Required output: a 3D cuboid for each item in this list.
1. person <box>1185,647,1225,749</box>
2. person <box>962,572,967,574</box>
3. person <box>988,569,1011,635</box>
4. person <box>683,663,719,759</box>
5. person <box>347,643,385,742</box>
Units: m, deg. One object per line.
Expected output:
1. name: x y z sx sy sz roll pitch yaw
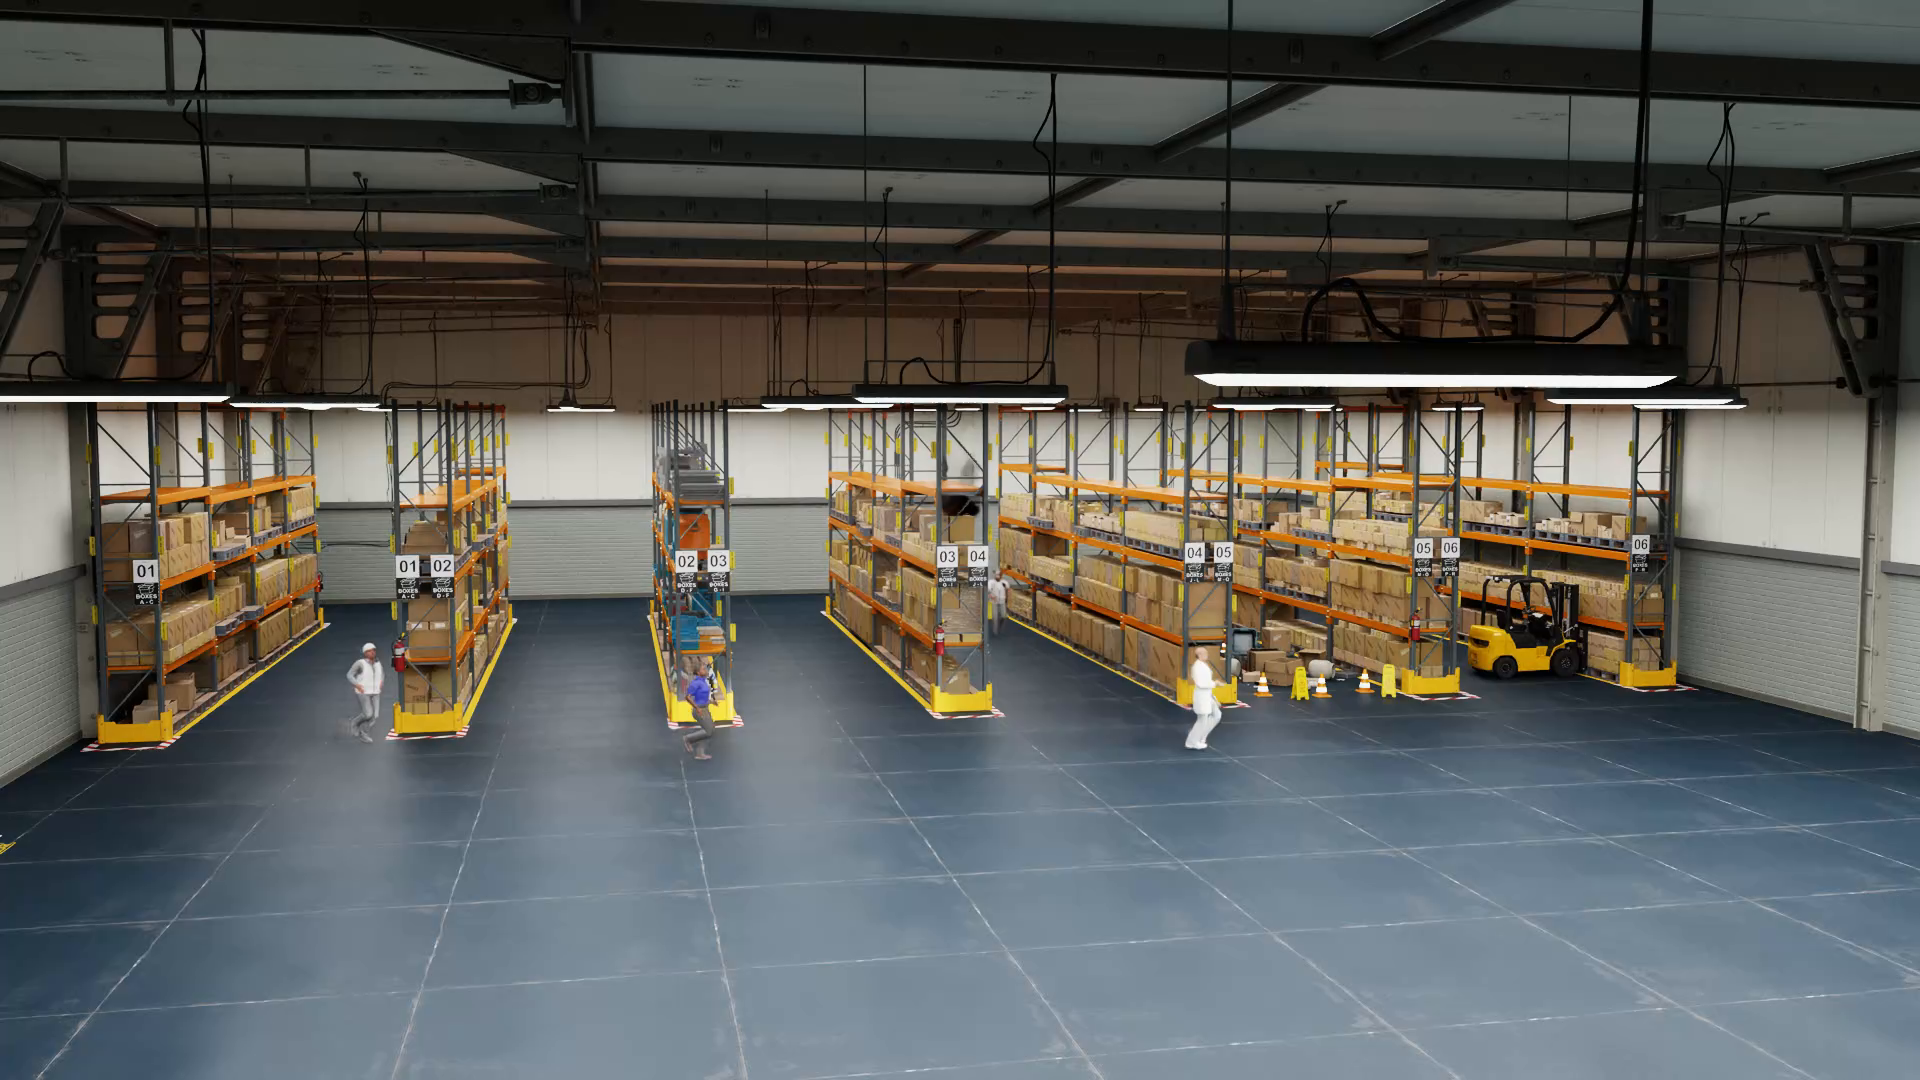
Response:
1. person: 4.196 2.711 28.356 0.695 1.776 0.691 2 5 19
2. person: -0.057 1.234 48.931 0.670 1.606 0.856 3 5 38
3. person: 1.011 1.607 42.935 0.706 1.735 0.589 -1 4 -9
4. person: -4.296 2.843 27.593 0.561 1.603 0.574 1 4 9
5. person: -10.362 2.669 29.148 0.534 1.728 0.688 3 5 38
